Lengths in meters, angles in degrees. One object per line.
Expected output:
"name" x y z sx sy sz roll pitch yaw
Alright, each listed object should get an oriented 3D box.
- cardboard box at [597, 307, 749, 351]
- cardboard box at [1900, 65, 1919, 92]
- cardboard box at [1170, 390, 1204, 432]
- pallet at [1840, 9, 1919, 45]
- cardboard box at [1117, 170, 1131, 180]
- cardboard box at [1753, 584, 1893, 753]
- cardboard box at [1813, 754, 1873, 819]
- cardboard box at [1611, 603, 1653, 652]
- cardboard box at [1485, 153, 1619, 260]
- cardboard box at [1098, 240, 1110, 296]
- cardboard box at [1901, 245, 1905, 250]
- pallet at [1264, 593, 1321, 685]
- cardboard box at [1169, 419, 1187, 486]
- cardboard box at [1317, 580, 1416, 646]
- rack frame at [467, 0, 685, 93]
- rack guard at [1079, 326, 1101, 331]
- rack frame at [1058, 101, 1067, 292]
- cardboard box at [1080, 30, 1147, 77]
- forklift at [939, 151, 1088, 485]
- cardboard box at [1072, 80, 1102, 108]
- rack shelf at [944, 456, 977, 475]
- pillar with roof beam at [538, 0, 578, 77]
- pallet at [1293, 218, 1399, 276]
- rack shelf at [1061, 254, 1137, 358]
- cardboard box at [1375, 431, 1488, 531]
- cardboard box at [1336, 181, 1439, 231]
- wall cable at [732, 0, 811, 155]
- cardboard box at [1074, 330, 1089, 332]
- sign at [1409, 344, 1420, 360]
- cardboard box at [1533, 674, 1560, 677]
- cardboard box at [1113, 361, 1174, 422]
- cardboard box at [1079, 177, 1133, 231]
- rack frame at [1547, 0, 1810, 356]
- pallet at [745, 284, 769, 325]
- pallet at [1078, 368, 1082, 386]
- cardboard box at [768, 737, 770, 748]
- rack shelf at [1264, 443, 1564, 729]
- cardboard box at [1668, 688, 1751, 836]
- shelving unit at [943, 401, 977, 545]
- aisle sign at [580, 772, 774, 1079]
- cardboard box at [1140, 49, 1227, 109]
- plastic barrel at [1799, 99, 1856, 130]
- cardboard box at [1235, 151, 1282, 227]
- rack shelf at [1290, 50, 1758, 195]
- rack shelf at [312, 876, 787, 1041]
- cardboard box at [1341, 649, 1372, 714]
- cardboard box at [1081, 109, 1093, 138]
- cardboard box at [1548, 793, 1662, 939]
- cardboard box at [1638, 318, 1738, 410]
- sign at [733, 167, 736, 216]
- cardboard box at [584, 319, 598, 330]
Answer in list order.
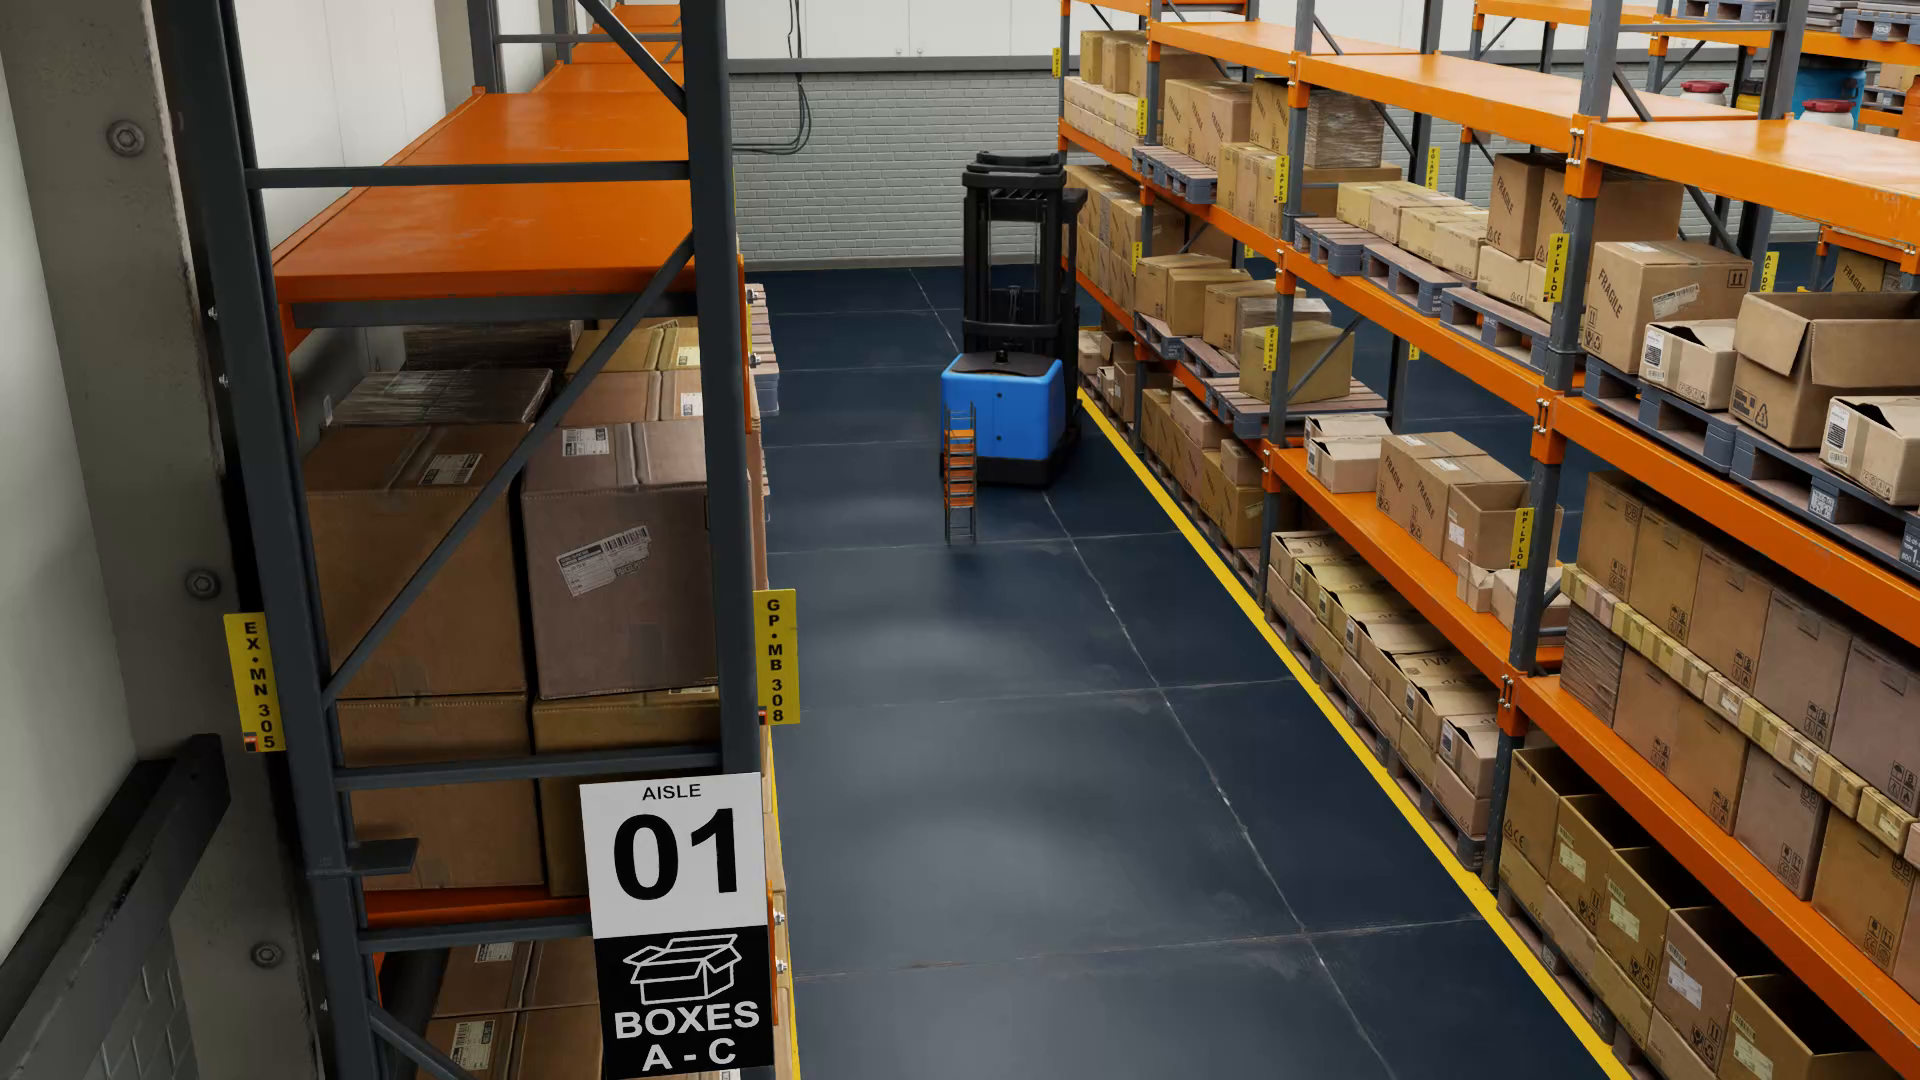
"cardboard box" -1.008 -0.681 5.864 0.500 0.500 0.500 -4 21 -10
"cardboard box" 11.541 -5.502 19.487 0.700 0.500 0.500 -4 21 -10
"cardboard box" 2.197 -1.162 14.911 0.500 0.250 0.500 -3 21 -8
"pallet" 7.630 -3.951 12.774 1.213 0.211 1.003 -3 21 -8
"cardboard box" 2.058 -3.886 18.762 0.500 0.500 0.500 -2 21 -6
"cardboard box" 3.665 0.489 6.624 0.700 0.500 0.500 -3 21 -8
"cardboard box" 3.523 0.932 6.364 0.380 0.149 0.250 -2 21 -6
"cardboard box" 3.300 0.397 7.796 0.380 0.149 0.250 -3 21 -9
"cardboard box" 3.223 -1.826 9.073 0.500 0.500 0.500 -1 21 -3
"cardboard box" 1.747 -2.864 17.455 0.500 0.500 0.500 -2 21 -7
"cardboard box" 11.364 -3.482 19.611 0.380 0.149 0.250 -3 21 -8
"pallet" 2.881 0.677 12.102 1.003 0.211 1.213 -3 21 -8
"cardboard box" 2.206 -0.799 15.012 0.500 0.500 0.500 -3 21 -7
"cardboard box" 2.742 0.467 11.208 0.500 0.311 0.500 -3 21 -9
"rack frame" -1.523 -2.091 6.952 1.000 3.000 0.127 -3 21 -8
"rack guard" 1.659 -2.489 20.165 1.175 0.500 0.348 -3 21 -8
"rack frame" 1.648 -3.686 19.798 1.000 3.000 0.127 -3 21 -8
"cardboard box" 1.738 -5.430 18.607 0.700 0.500 0.500 -3 21 -8
"forklift" 0.628 -2.363 16.353 1.130 2.935 3.031 4 21 12
"cardboard box" 1.530 -4.891 18.237 0.500 0.250 0.500 -3 21 -8
"rack shelf" 0.002 -0.628 13.966 0.258 0.103 0.180 -3 21 -8
"pillar with roof beam" 0.626 -5.276 15.482 9.100 9.000 0.400 -3 21 -8
"pallet" 2.988 -2.003 11.274 1.213 0.211 1.003 -2 21 -5
"rack shelf" 1.936 -2.657 18.070 1.077 0.370 4.000 -3 21 -8
"cardboard box" 3.059 -0.383 10.812 0.500 0.500 0.500 -4 21 -11
"cardboard box" 2.922 -2.294 11.397 0.500 0.250 0.500 -4 21 -12
"wall cable" -3.715 -6.767 23.911 3.097 2.526 0.112 -3 21 -8
"cardboard box" 1.368 -2.394 19.786 0.380 0.149 0.250 -3 21 -8
"sign" 3.350 -1.488 12.258 0.100 0.325 0.005 -3 21 -8
"cardboard box" 3.498 0.968 9.865 0.500 0.311 0.500 -3 21 -8
"cardboard box" 1.862 -1.519 16.941 0.500 0.500 0.500 -3 21 -8
"cardboard box" 1.601 -3.680 18.211 0.500 0.500 0.500 -3 21 -7
"rack frame" 3.378 -2.342 7.625 1.000 3.000 0.127 -3 21 -8
"pallet" -1.660 -1.176 9.058 1.213 0.211 1.003 -3 21 -8
"pallet" 1.775 -2.077 19.477 1.003 0.211 1.213 -3 21 -8
"cardboard box" -1.010 0.925 6.567 0.500 0.500 0.500 -4 21 -9
"rack shelf" 3.090 0.113 10.654 1.077 0.370 4.000 -3 21 -8
"cardboard box" 3.599 0.931 7.293 0.700 0.500 0.500 -3 21 -7
"shelving unit" 0.002 -0.557 13.993 0.258 1.200 0.189 -3 21 -8
"aisle sign" -0.640 0.897 3.813 0.394 0.787 0.004 -3 21 -8
"cardboard box" 2.117 -4.388 15.819 0.700 0.500 0.500 -3 21 -8
"plastic barrel" 7.299 -3.437 14.049 0.433 0.535 0.433 0 20 0
"cardboard box" 2.632 -2.694 12.713 0.910 0.500 0.500 -3 21 -8
"rack shelf" 3.090 -2.510 9.675 1.077 0.370 4.000 -3 21 -8
"rack shelf" -1.235 0.344 5.749 1.077 0.370 4.000 -3 21 -8
"cardboard box" 2.814 0.902 10.842 0.500 0.250 0.500 -2 21 -7
"cardboard box" 1.604 -4.484 17.861 0.500 0.250 0.500 -3 21 -8
"cardboard box" 3.215 1.558 8.016 0.500 0.500 0.500 -3 21 -8
"cardboard box" 3.267 -0.782 7.064 0.500 0.311 0.500 -4 21 -11
"sign" -1.563 -2.339 11.166 0.100 0.325 0.005 -3 21 -8
"cardboard box" -1.736 -1.026 6.788 0.500 0.500 0.500 -2 21 -7
